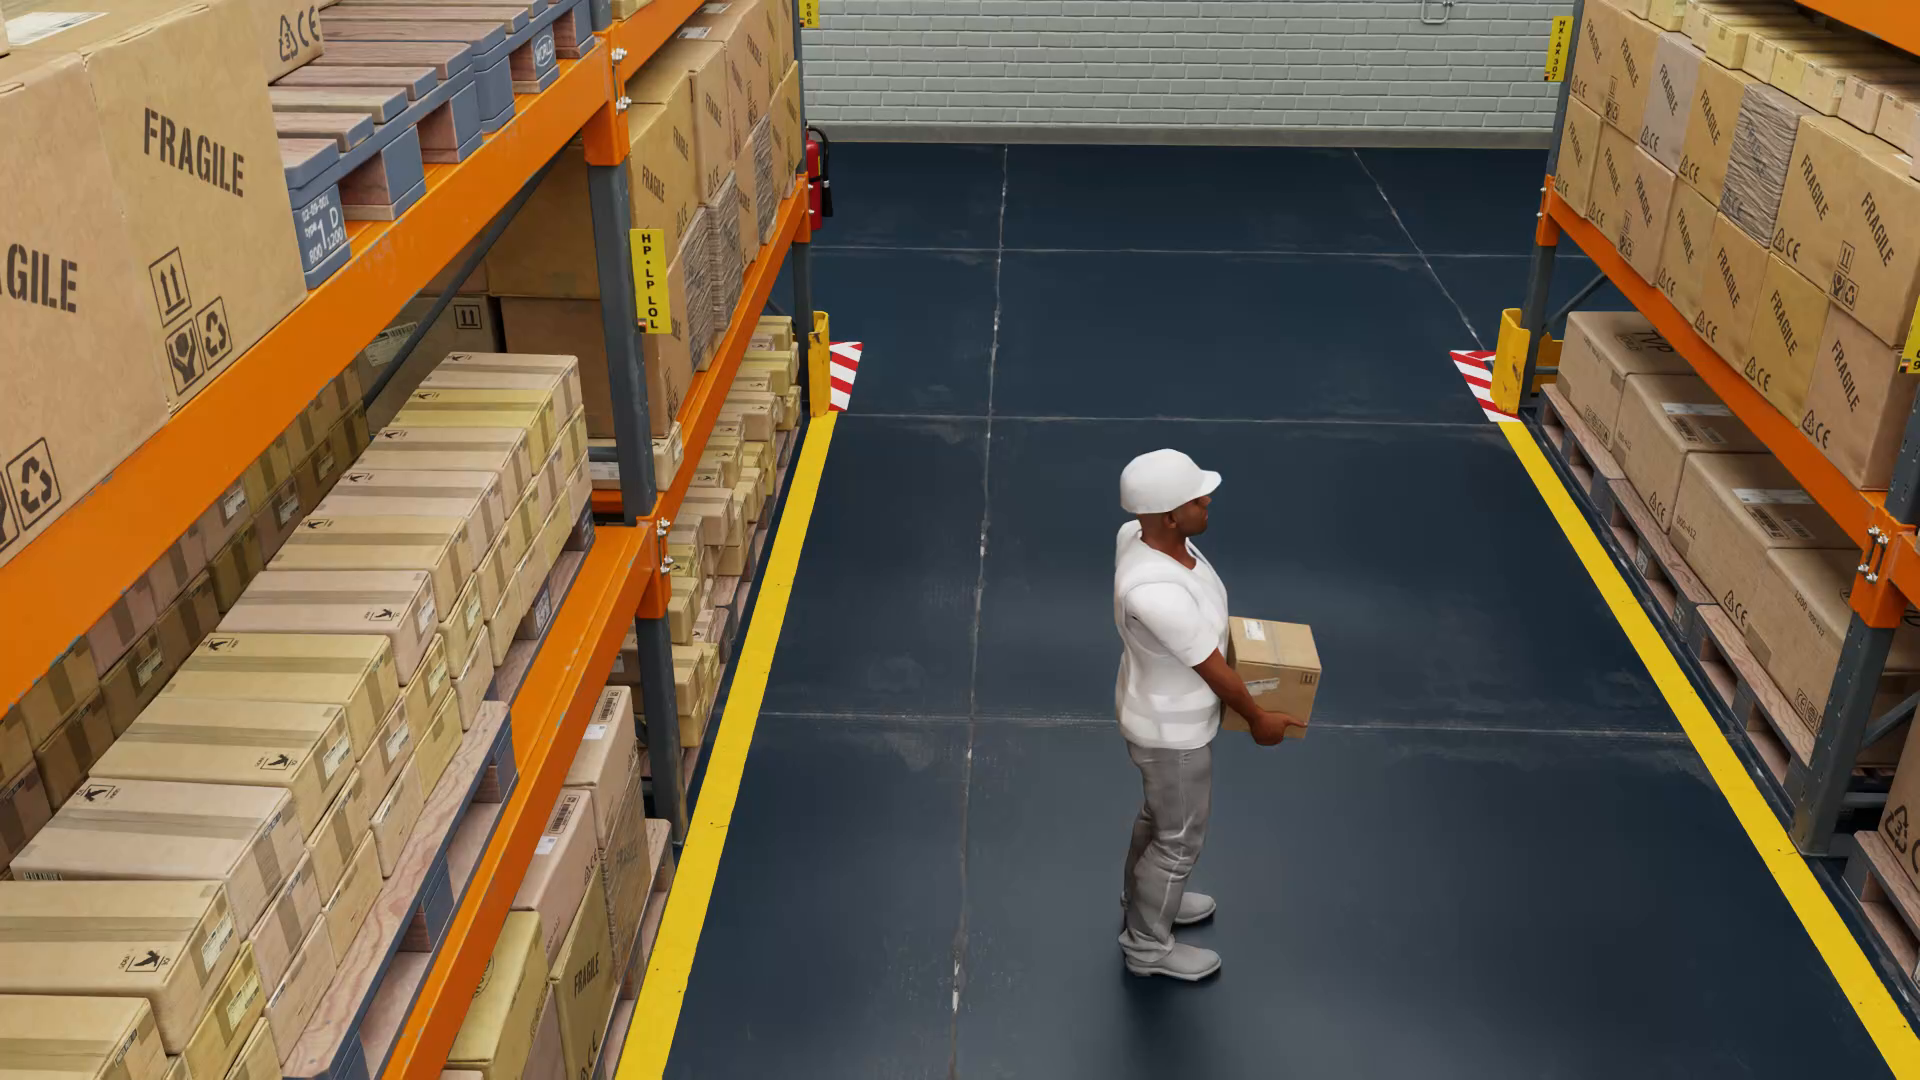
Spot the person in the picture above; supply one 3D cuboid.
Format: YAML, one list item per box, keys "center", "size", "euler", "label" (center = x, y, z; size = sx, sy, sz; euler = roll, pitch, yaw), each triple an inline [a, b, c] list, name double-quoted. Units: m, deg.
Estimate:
- center: [0.739, 0.538, 5.085]
  size: [0.587, 1.758, 0.502]
  euler: [1, 28, 2]
  label: "person"
